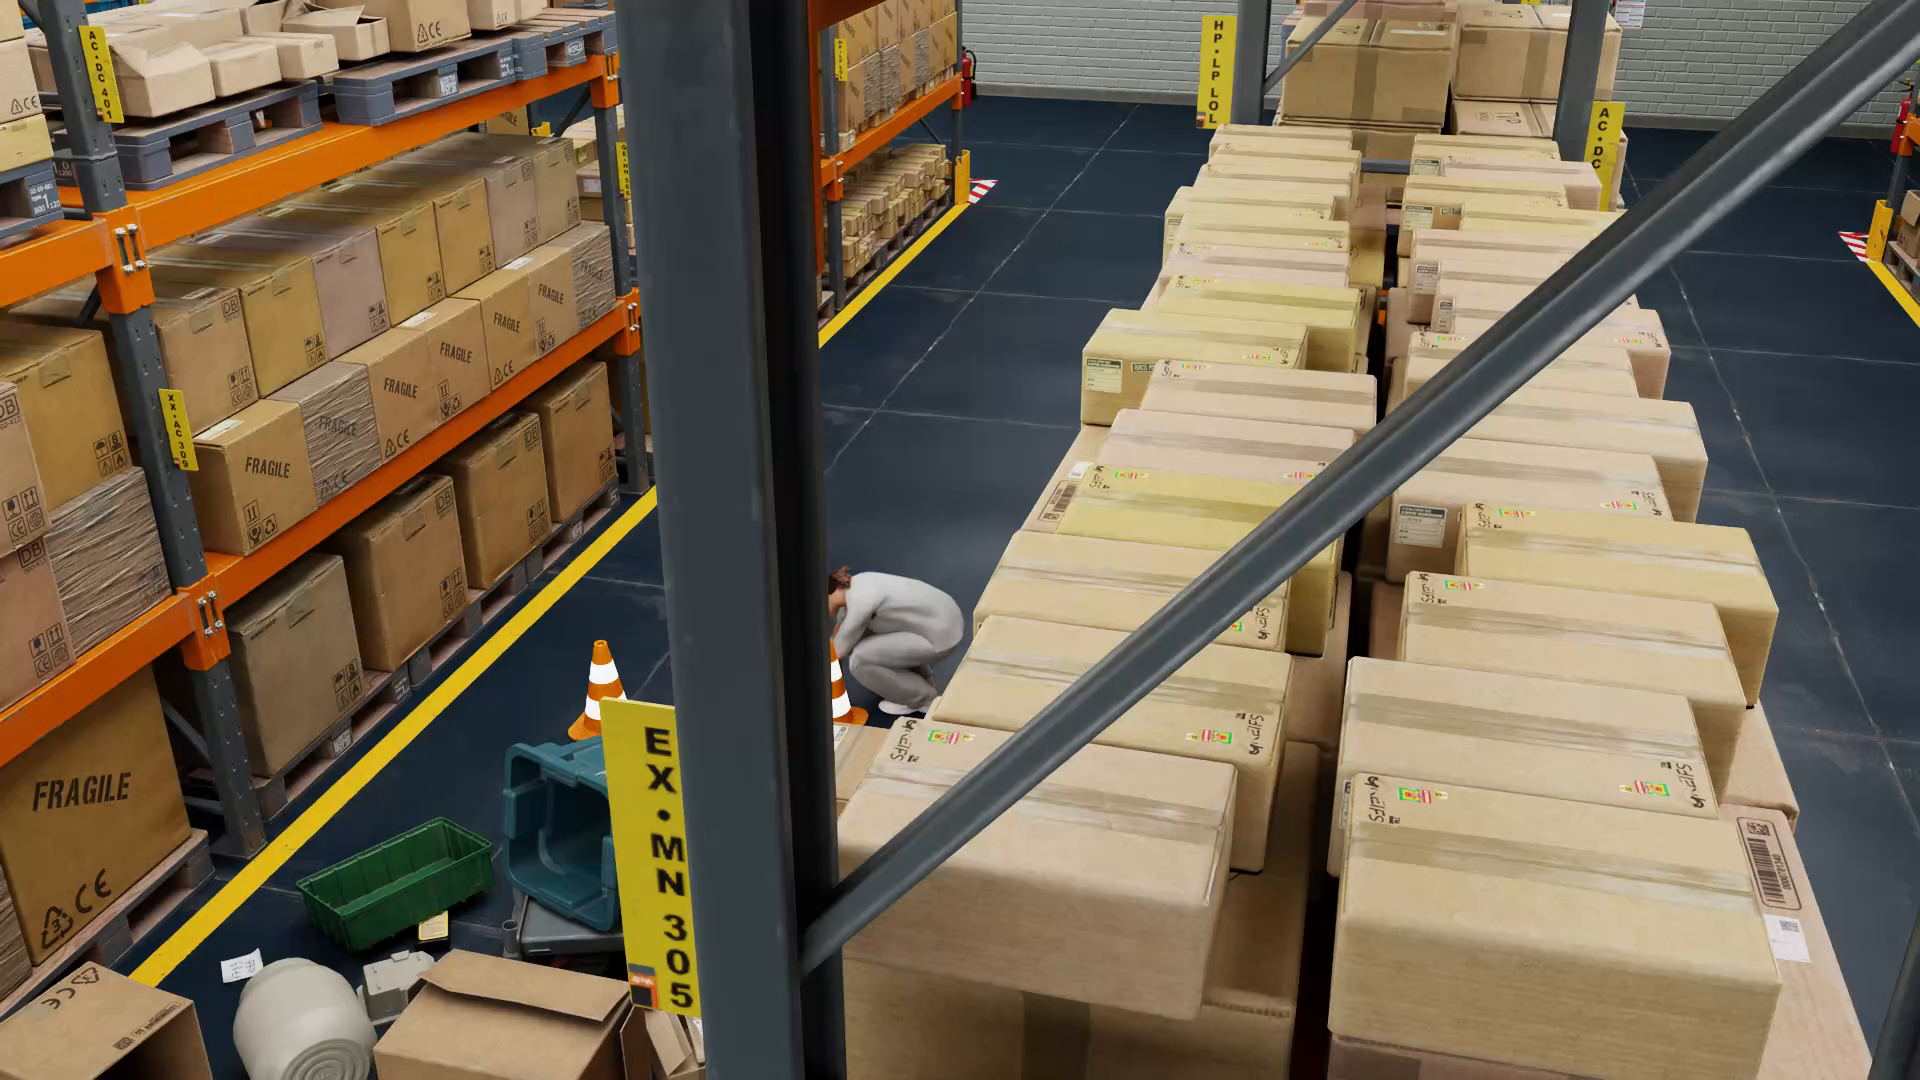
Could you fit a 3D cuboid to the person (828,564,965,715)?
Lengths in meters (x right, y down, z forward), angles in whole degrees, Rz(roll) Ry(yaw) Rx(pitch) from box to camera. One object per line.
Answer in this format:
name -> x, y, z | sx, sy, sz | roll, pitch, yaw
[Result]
person -> -0.405, 0.496, 8.241 | 0.854, 0.812, 0.466 | 2, 25, 4
